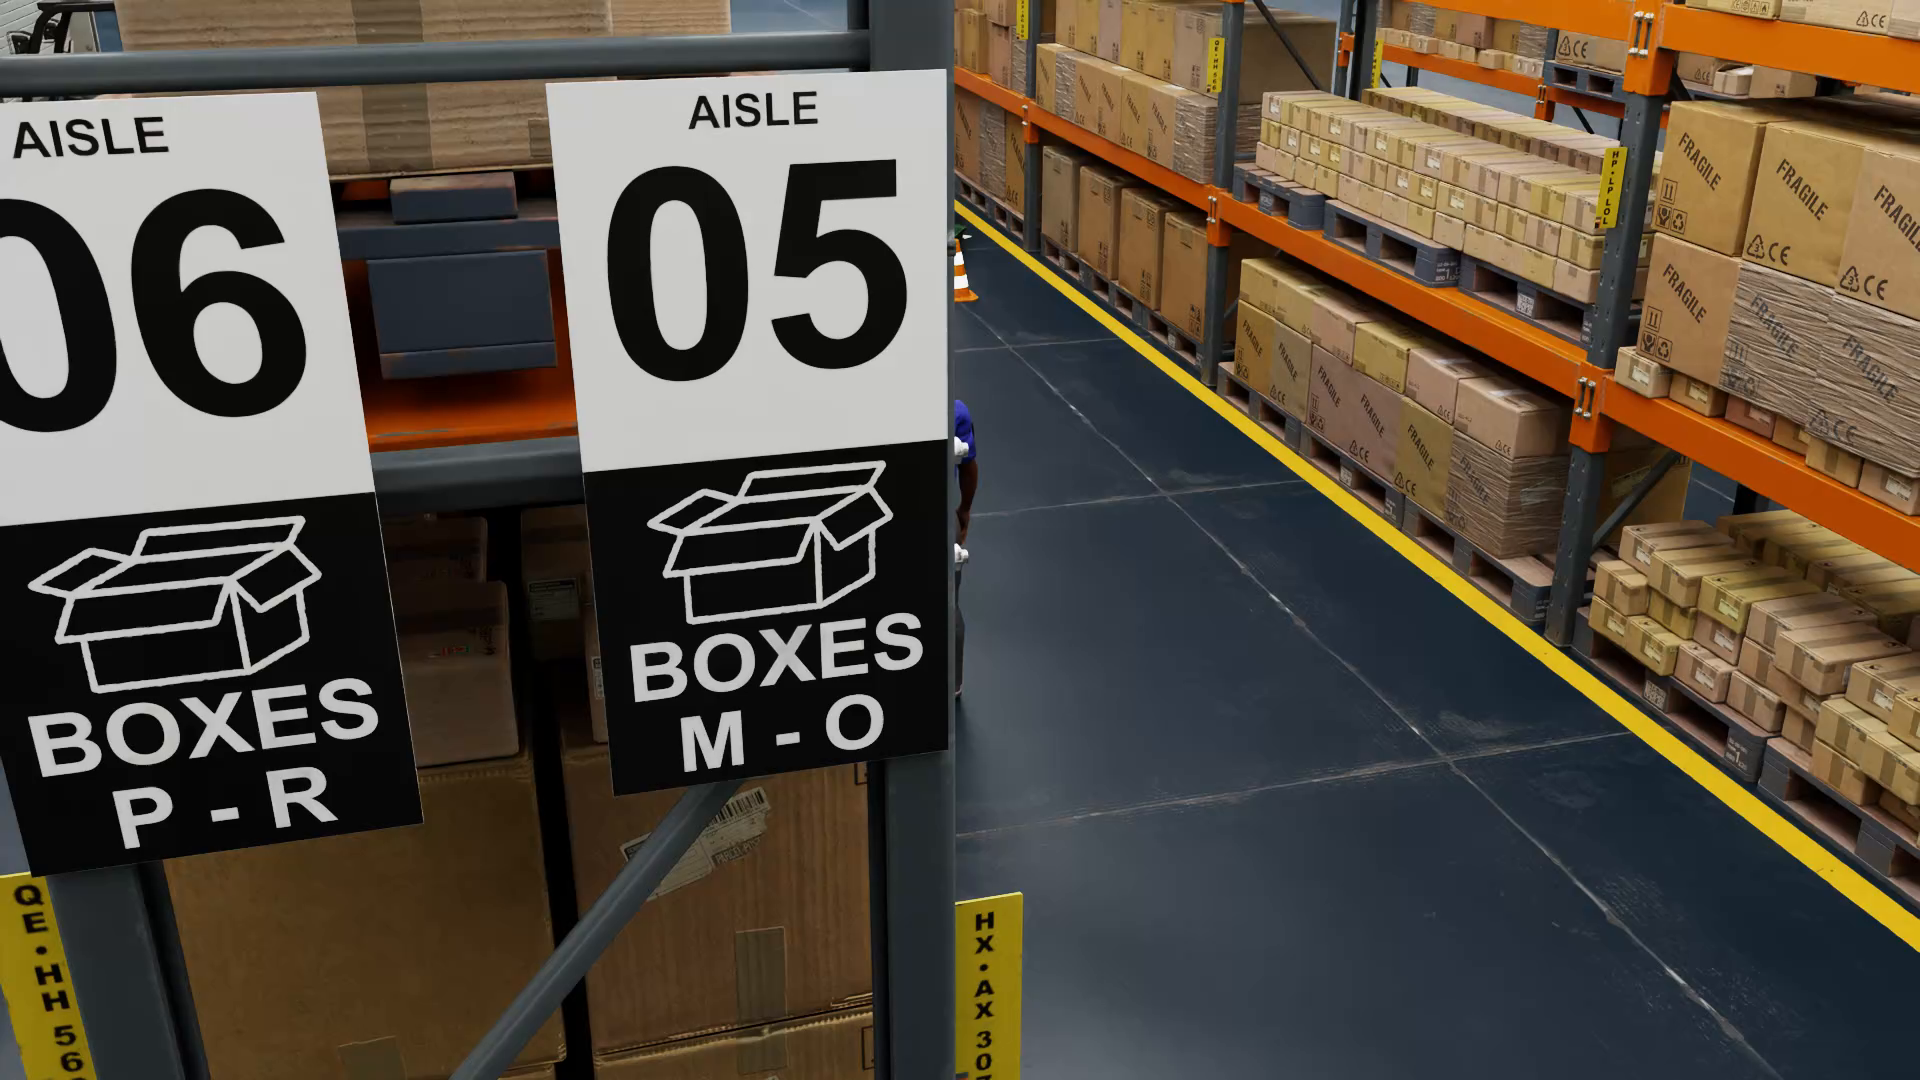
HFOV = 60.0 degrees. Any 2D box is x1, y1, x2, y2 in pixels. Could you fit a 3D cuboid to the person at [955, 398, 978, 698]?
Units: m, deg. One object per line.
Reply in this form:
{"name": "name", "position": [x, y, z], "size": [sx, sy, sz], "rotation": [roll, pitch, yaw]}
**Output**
{"name": "person", "position": [-0.204, -0.051, 6.701], "size": [0.570, 1.656, 0.503], "rotation": [-12, 26, -27]}
